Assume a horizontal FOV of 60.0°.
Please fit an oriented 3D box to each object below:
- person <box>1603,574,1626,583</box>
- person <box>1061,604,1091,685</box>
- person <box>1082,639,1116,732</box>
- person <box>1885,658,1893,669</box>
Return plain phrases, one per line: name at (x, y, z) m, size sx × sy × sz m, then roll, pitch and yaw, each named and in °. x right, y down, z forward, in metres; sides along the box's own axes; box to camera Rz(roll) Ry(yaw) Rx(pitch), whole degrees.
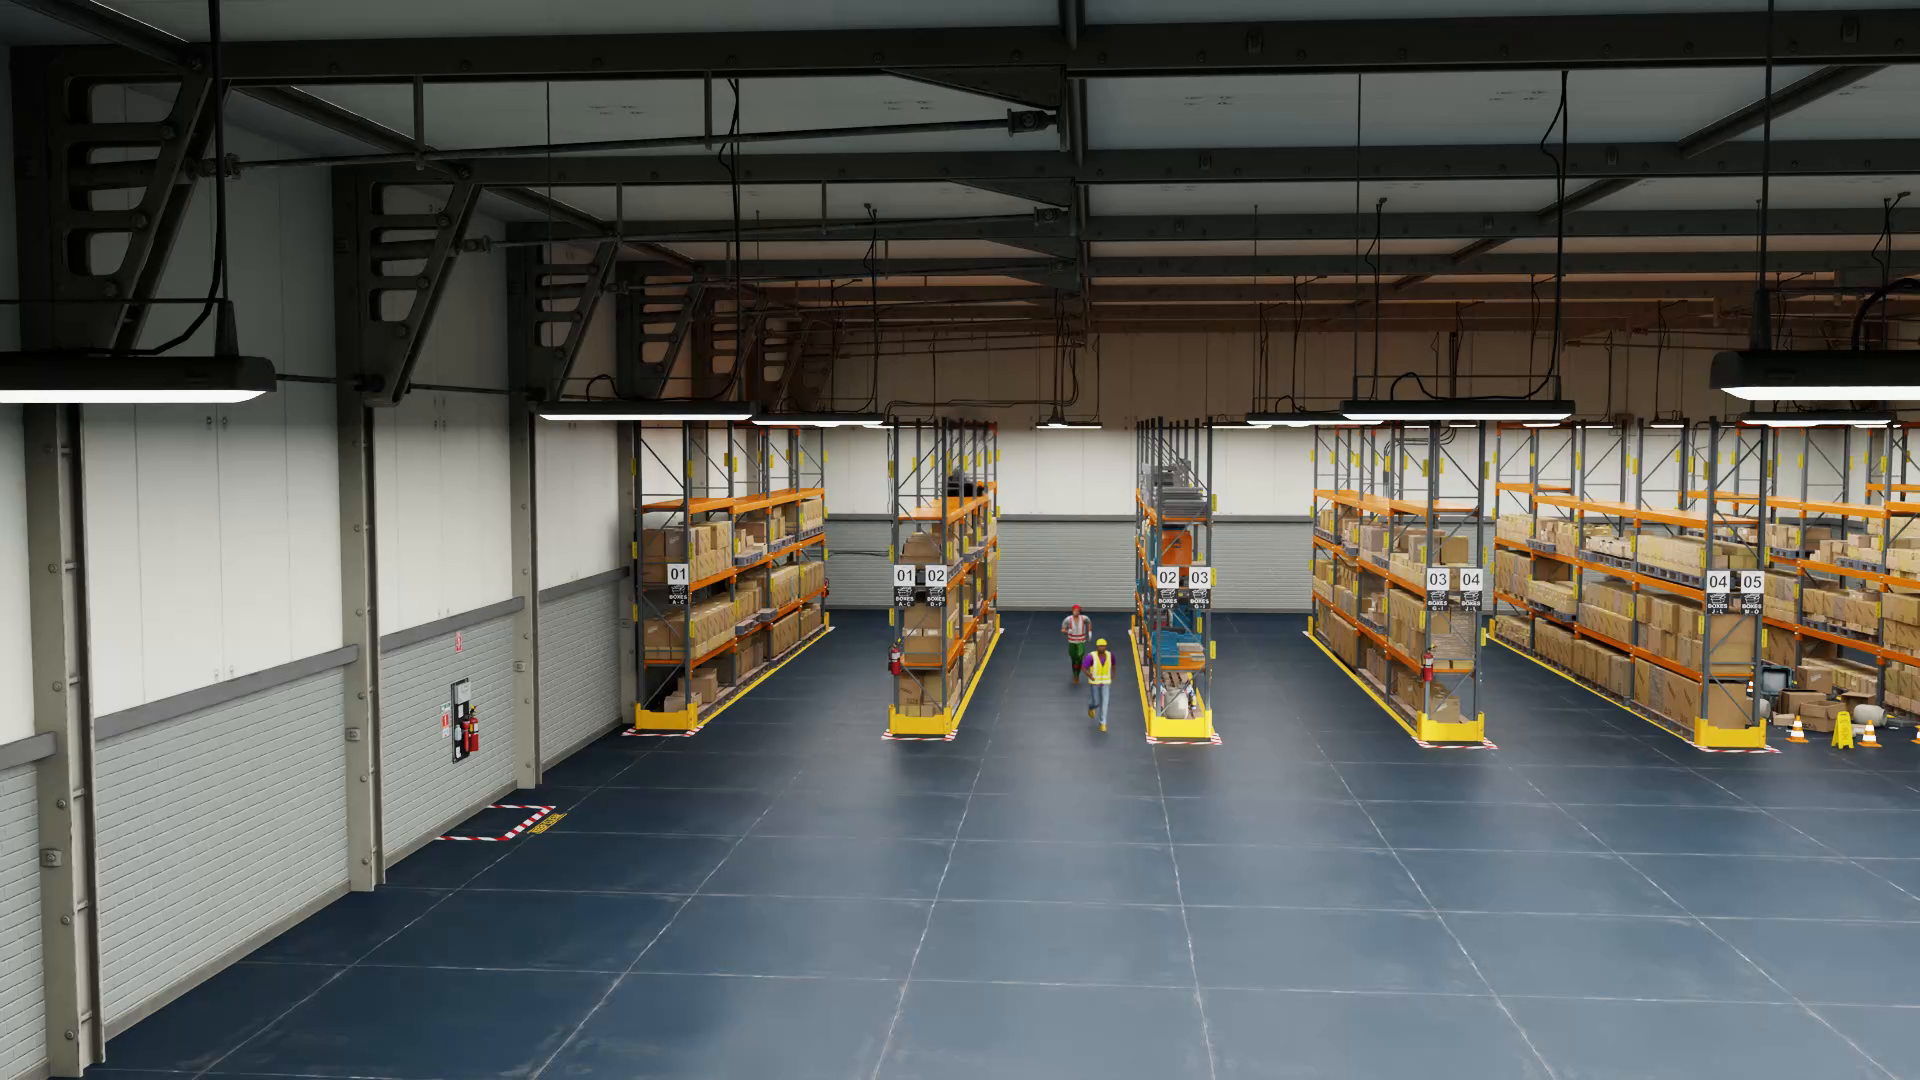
person at (19.001, 1.687, 48.426) m, size 0.982 × 1.830 × 0.728 m, roll 0°, pitch 4°, yaw -6°
person at (2.655, 2.361, 37.924) m, size 0.693 × 1.825 × 0.895 m, roll 0°, pitch 4°, yaw 2°
person at (2.699, 2.761, 32.012) m, size 0.703 × 1.740 × 1.031 m, roll -1°, pitch 4°, yaw -8°
person at (22.290, 2.292, 39.879) m, size 0.555 × 1.654 × 0.530 m, roll 0°, pitch 4°, yaw 0°
